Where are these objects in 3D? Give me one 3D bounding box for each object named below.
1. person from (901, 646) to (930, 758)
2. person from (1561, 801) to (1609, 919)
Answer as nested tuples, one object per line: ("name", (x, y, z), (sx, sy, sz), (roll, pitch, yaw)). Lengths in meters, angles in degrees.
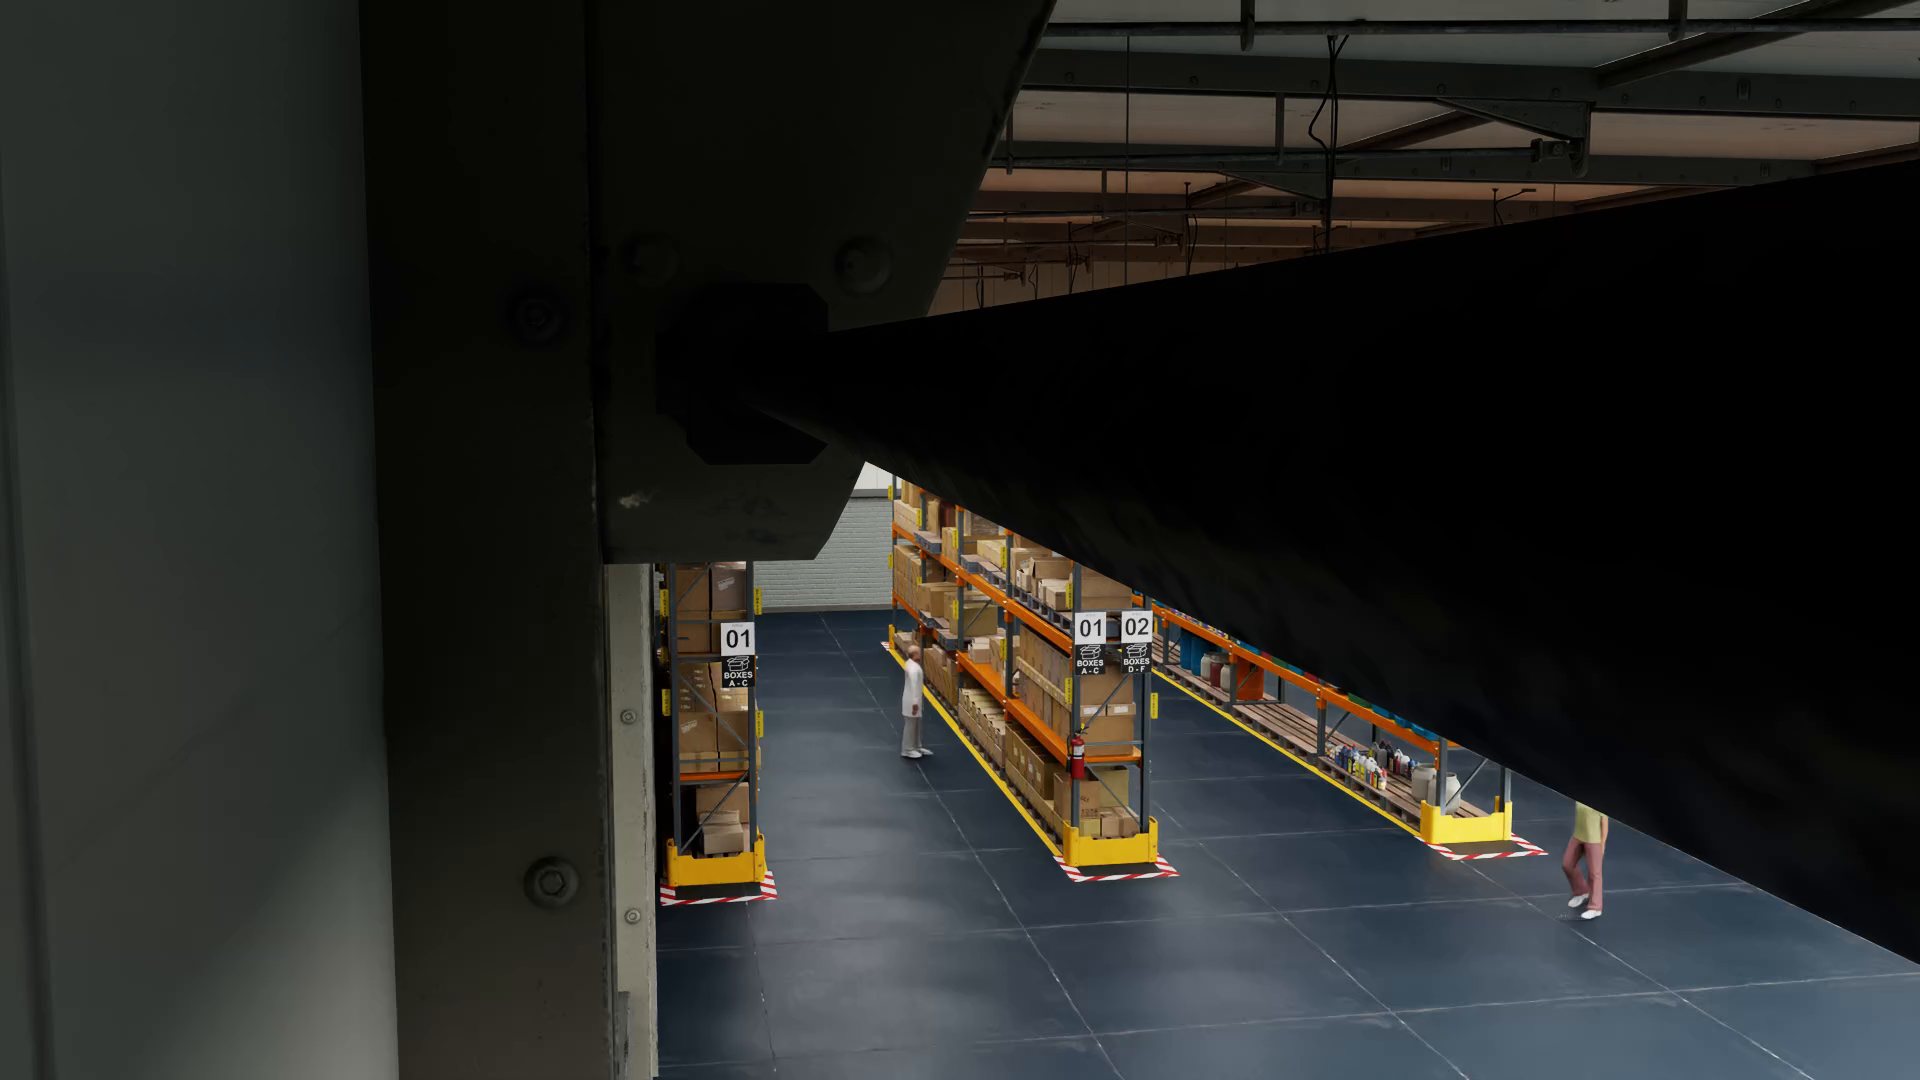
("person", (-0.706, 2.575, 26.533), (0.474, 1.796, 0.621), (0, 6, -3))
("person", (7.169, 3.437, 18.991), (0.450, 1.681, 0.503), (-3, 7, -28))
